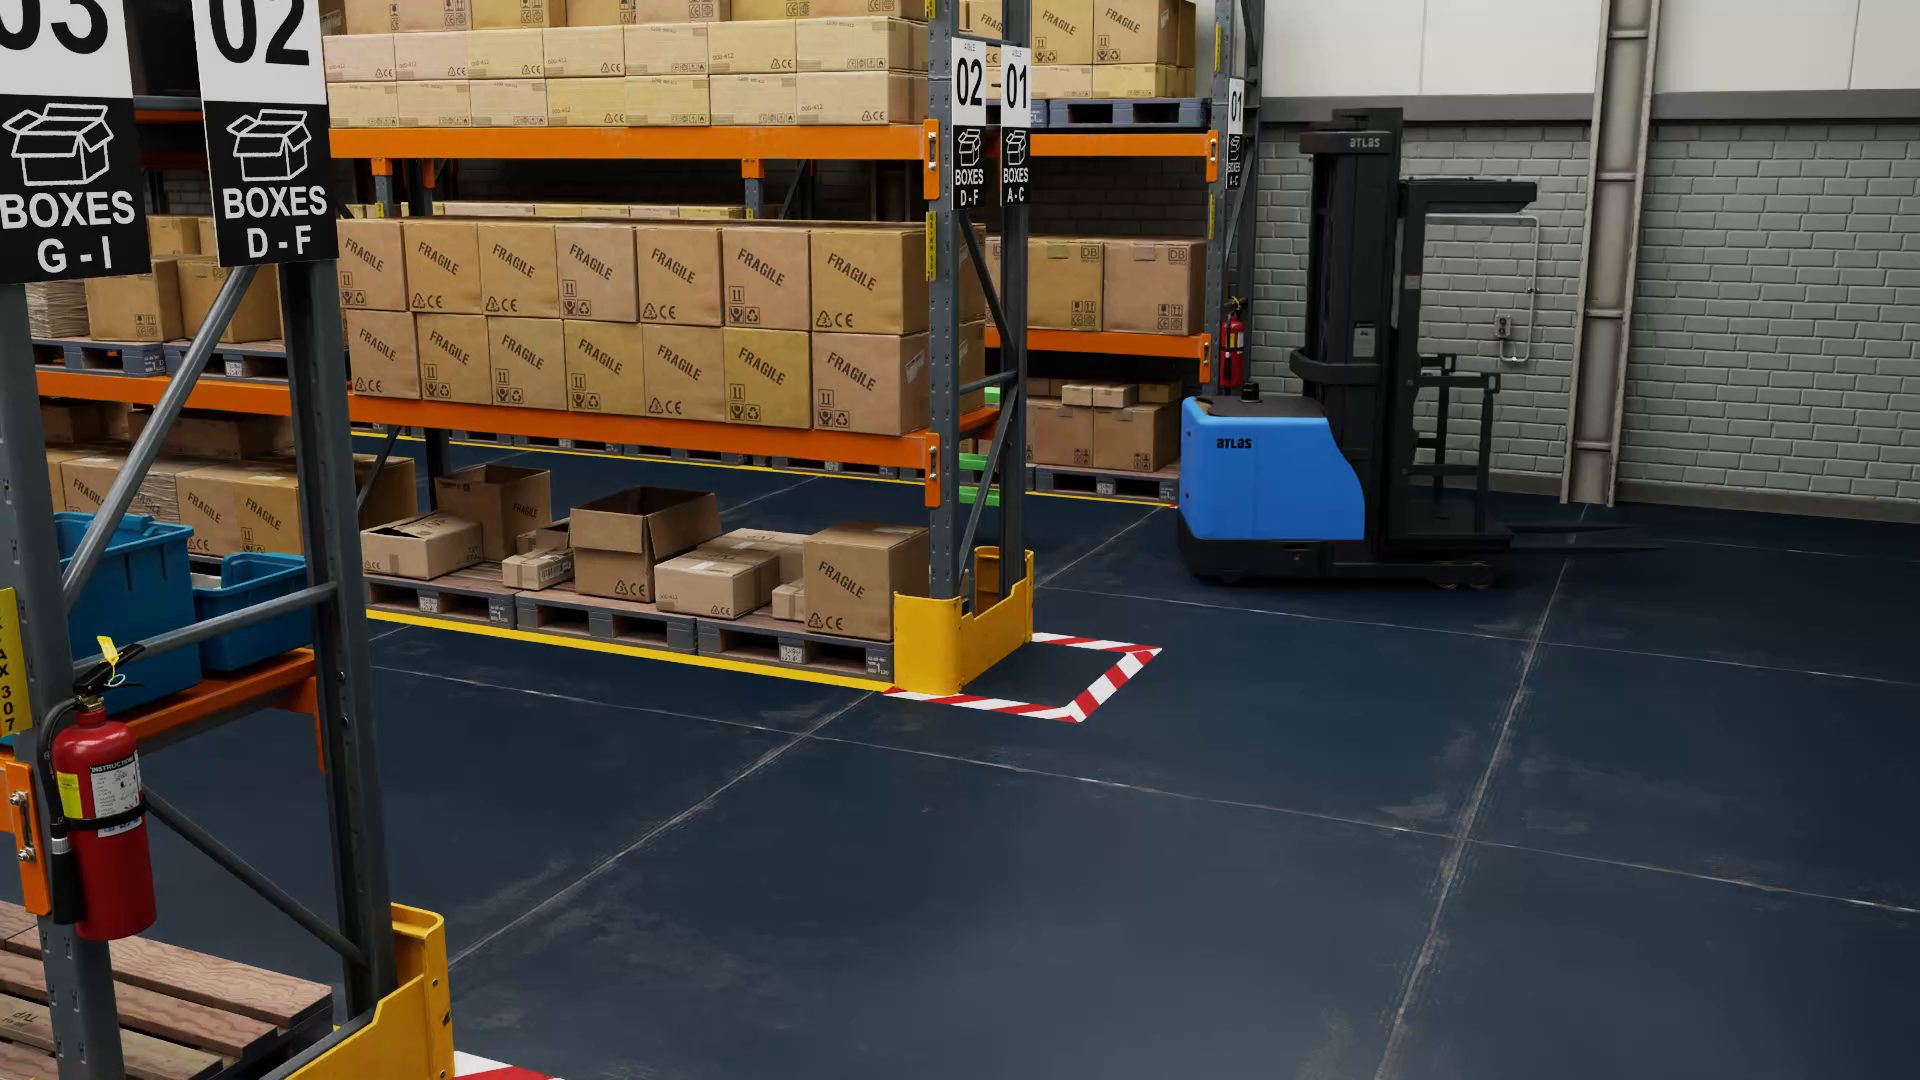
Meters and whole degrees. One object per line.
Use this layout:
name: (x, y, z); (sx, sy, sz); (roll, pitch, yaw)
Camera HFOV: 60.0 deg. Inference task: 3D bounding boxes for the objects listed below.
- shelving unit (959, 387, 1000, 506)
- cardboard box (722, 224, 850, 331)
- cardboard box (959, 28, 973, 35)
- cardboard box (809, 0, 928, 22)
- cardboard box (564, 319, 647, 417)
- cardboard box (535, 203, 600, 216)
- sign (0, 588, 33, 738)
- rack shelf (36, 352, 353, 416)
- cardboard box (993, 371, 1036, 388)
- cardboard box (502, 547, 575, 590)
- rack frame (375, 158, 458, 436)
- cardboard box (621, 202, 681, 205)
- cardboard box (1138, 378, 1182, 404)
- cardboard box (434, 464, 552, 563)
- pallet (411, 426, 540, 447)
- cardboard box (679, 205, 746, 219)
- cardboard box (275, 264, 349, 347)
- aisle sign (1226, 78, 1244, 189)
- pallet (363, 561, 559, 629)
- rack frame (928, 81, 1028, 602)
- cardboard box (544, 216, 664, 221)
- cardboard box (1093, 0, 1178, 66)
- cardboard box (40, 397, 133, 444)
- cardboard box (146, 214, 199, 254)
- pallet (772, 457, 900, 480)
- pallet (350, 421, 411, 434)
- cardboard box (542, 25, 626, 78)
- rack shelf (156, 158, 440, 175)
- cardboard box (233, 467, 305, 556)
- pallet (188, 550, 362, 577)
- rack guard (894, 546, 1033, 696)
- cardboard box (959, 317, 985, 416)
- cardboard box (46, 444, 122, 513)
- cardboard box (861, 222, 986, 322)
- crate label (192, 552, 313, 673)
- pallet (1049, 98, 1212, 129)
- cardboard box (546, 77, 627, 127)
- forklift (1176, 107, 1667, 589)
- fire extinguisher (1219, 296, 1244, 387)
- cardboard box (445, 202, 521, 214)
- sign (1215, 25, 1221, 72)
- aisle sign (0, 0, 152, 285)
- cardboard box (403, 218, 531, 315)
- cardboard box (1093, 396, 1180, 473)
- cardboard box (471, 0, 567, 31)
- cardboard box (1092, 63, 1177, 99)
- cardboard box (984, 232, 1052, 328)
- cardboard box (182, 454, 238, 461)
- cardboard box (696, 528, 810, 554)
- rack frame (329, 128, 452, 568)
shelving unit: (0.151, -0.569, 11.553); (0.503, 1.200, 0.258); (6, 14, 23)
cardboard box: (-0.875, -1.364, 8.593); (0.500, 0.500, 0.500); (6, 15, 25)
cardboard box: (-0.258, -2.530, 8.641); (0.500, 0.250, 0.500); (6, 14, 23)
cardboard box: (-0.370, -2.838, 8.309); (0.500, 0.500, 0.700); (6, 14, 23)
cardboard box: (-1.804, -0.972, 9.114); (0.500, 0.500, 0.500); (6, 14, 22)
cardboard box: (-3.475, -2.905, 15.012); (0.500, 0.250, 0.500); (5, 14, 22)
sign: (-2.112, 0.273, 3.667); (0.005, 0.325, 0.100); (6, 14, 23)
rack shelf: (-5.380, -1.003, 11.037); (4.000, 0.370, 1.077); (6, 14, 23)
cardboard box: (0.464, -1.327, 13.977); (0.250, 0.149, 0.380); (6, 14, 24)
cardboard box: (-2.460, 0.159, 9.749); (0.250, 0.166, 0.380); (6, 14, 23)
rack frame: (-5.205, -2.573, 16.154); (0.127, 3.000, 1.000); (6, 14, 23)
cardboard box: (-2.805, -2.961, 15.251); (0.500, 0.250, 0.500); (5, 14, 21)
cardboard box: (1.624, -1.210, 13.479); (0.250, 0.149, 0.380); (6, 14, 24)
cardboard box: (-2.915, -0.172, 10.429); (0.500, 0.500, 0.500); (6, 14, 23)
pallet: (-4.515, -1.127, 16.095); (1.213, 0.211, 1.003); (6, 14, 23)
cardboard box: (-2.079, -2.761, 14.400); (0.500, 0.250, 0.500); (6, 15, 25)
cardboard box: (-3.894, -1.512, 10.493); (0.500, 0.500, 0.700); (1, 13, 4)
aisle sign: (2.053, -3.029, 12.407); (0.004, 0.787, 0.394); (6, 14, 23)
pallet: (-2.924, 0.253, 10.213); (1.213, 0.211, 1.003); (6, 14, 23)
rack frame: (0.106, -0.798, 8.589); (0.127, 3.000, 1.000); (6, 14, 23)
cardboard box: (-2.054, -1.617, 9.673); (0.500, 0.500, 0.500); (6, 14, 24)
cardboard box: (1.329, -3.849, 12.575); (0.500, 0.500, 0.500); (6, 14, 23)
cardboard box: (-6.205, -0.859, 11.715); (0.500, 0.250, 0.500); (6, 15, 25)
cardboard box: (-8.411, -3.152, 17.439); (0.500, 0.500, 0.700); (6, 14, 23)
pallet: (-0.885, -0.759, 14.526); (1.213, 0.211, 1.003); (6, 14, 23)
pallet: (-5.919, -1.288, 16.783); (1.213, 0.211, 1.003); (6, 14, 23)
cardboard box: (-1.840, -2.561, 8.771); (0.500, 0.250, 0.500); (6, 14, 23)
rack shelf: (-7.034, -3.868, 16.683); (4.000, 0.370, 1.077); (6, 14, 23)
cardboard box: (-4.118, -0.151, 10.341); (0.500, 0.500, 0.500); (6, 14, 23)
pallet: (-4.310, 0.122, 10.772); (1.213, 0.211, 1.003); (6, 14, 23)
rack guard: (0.036, 0.412, 8.905); (0.348, 0.500, 1.175); (6, 14, 23)
cardboard box: (-0.193, -0.943, 8.987); (0.500, 0.500, 0.500); (6, 15, 24)
cardboard box: (-5.971, -0.339, 11.141); (0.500, 0.500, 0.500); (6, 14, 22)
cardboard box: (-0.193, -1.429, 8.873); (0.500, 0.500, 0.500); (6, 15, 25)
crate label: (-1.996, 0.197, 4.584); (0.303, 0.233, 0.416); (6, 14, 23)
pallet: (1.426, -3.317, 12.951); (1.213, 0.211, 1.003); (6, 14, 23)
cardboard box: (-1.836, -2.319, 8.835); (0.500, 0.250, 0.500); (6, 14, 23)
forklift: (2.987, -1.241, 10.630); (3.031, 2.935, 1.130); (0, 13, 1)
fire extinguisher: (2.060, -1.503, 12.581); (0.183, 0.674, 0.296); (6, 14, 23)
cardboard box: (-4.403, -2.996, 15.401); (0.500, 0.250, 0.500); (6, 14, 22)
sign: (1.876, -3.574, 12.088); (0.005, 0.325, 0.100); (6, 14, 23)
aisle sign: (-1.957, -0.961, 3.595); (0.004, 0.787, 0.394); (6, 14, 23)
cardboard box: (-2.762, -1.553, 9.401); (0.500, 0.500, 0.500); (5, 14, 21)
cardboard box: (1.428, -0.864, 13.424); (0.500, 0.500, 0.700); (6, 14, 23)
cardboard box: (-2.232, -3.006, 9.025); (0.500, 0.500, 0.700); (6, 14, 23)
cardboard box: (1.332, -3.486, 12.667); (0.500, 0.250, 0.500); (6, 15, 25)
cardboard box: (0.276, -2.161, 13.744); (0.700, 0.700, 0.980); (5, 14, 21)
cardboard box: (-4.841, -0.356, 11.213); (0.500, 0.500, 0.500); (6, 14, 24)
cardboard box: (-1.191, 0.124, 9.714); (0.500, 0.250, 0.500); (6, 14, 23)
rack frame: (-3.551, -1.168, 10.166); (0.127, 3.000, 1.000); (6, 14, 23)
